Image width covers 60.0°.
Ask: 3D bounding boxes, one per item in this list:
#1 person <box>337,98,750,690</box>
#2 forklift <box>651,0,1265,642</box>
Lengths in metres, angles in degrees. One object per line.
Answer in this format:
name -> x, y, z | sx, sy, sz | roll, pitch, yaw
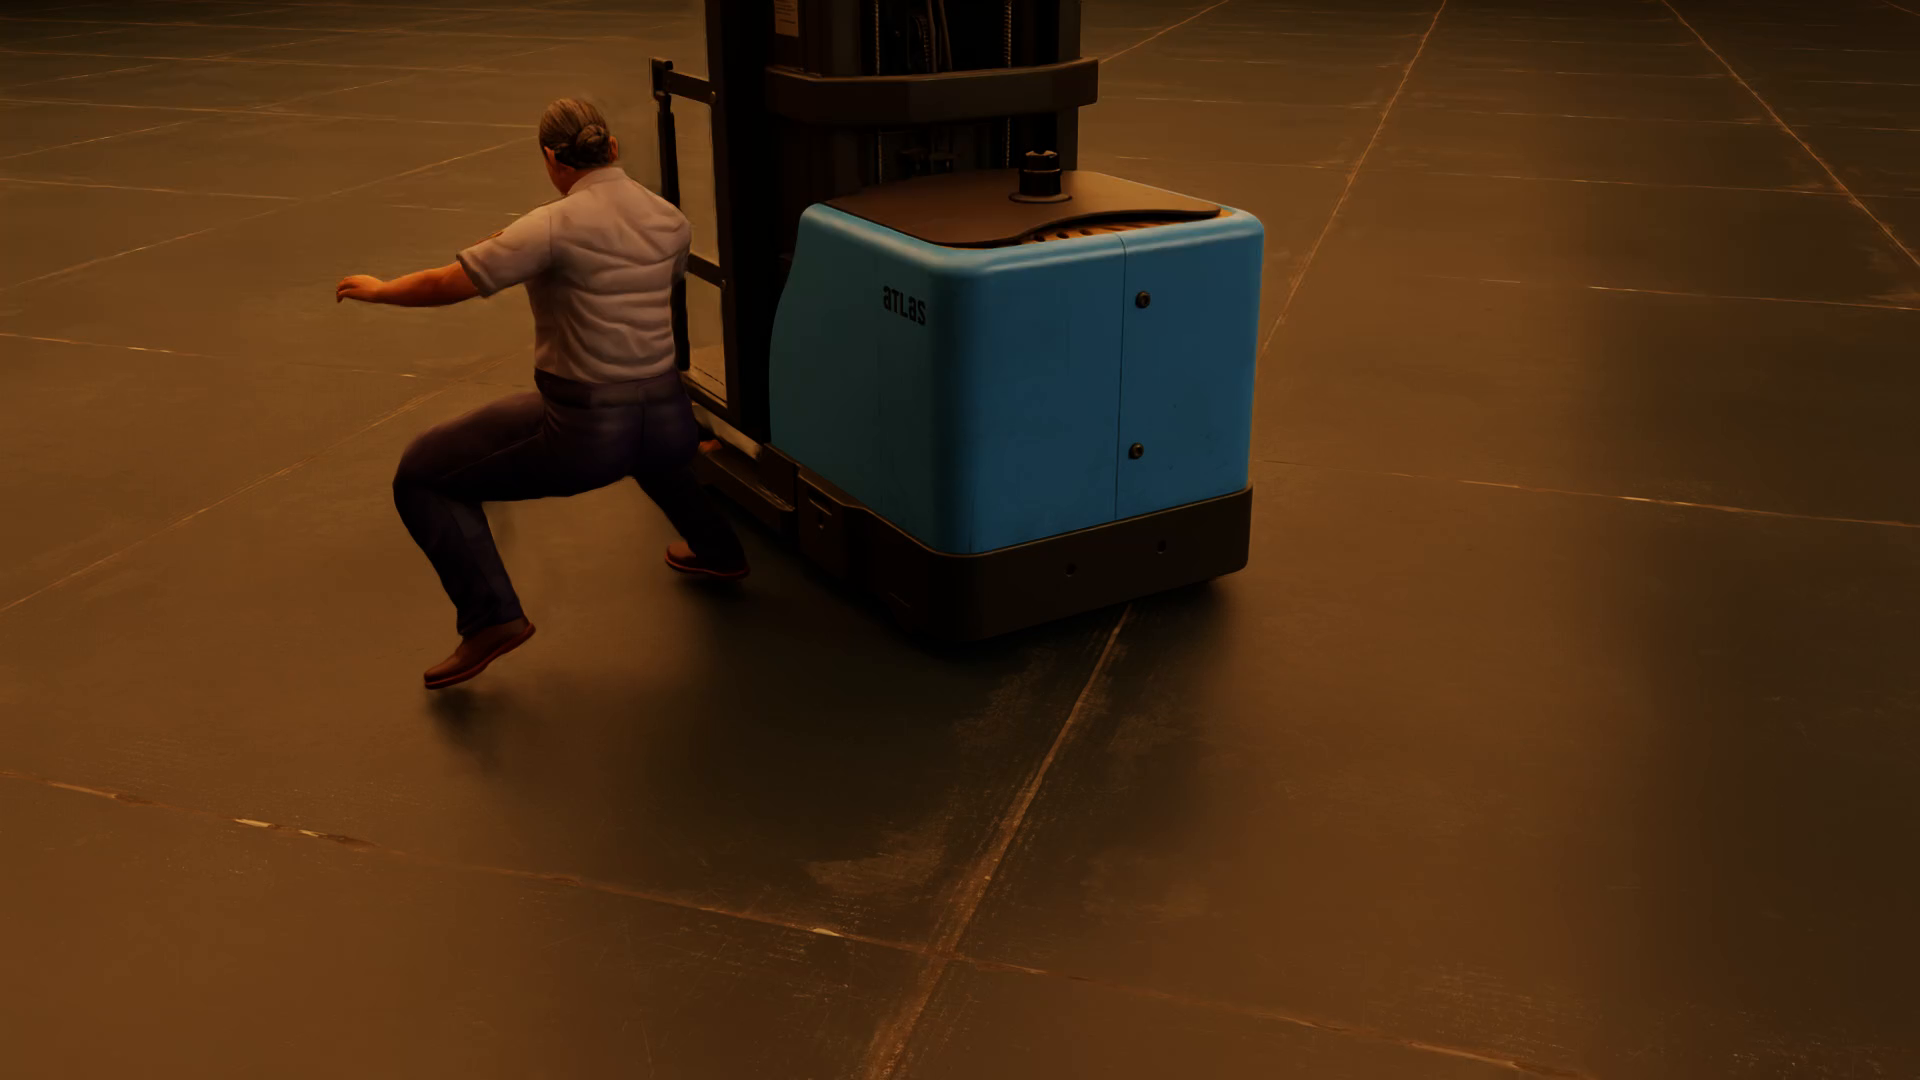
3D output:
person -> -0.992, -0.408, 4.217 | 1.009, 1.397, 0.694 | -20, 30, -40
forklift -> -0.368, -1.607, 5.171 | 1.130, 2.935, 3.031 | -13, 26, -29
